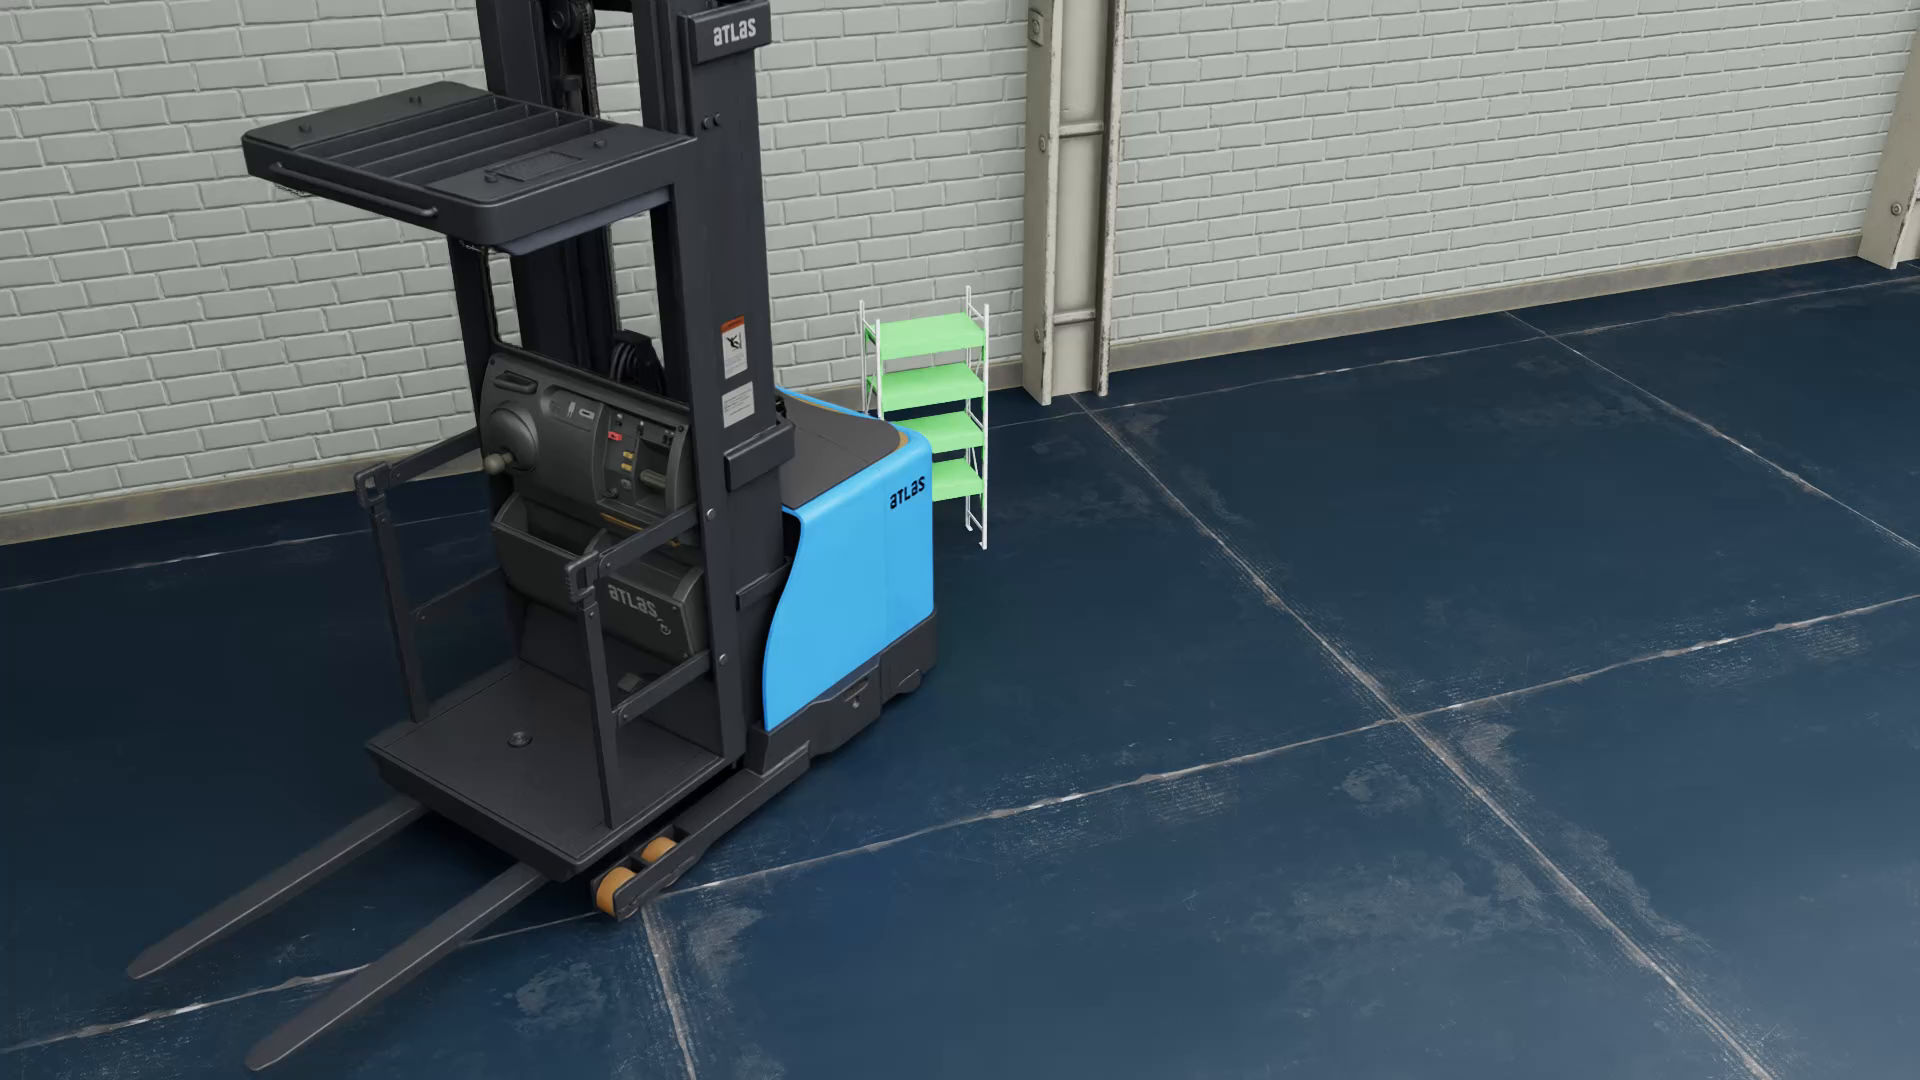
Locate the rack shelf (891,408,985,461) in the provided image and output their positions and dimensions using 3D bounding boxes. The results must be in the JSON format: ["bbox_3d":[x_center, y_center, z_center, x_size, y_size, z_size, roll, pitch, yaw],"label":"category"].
[{"bbox_3d":[-0.155,-0.437,7.434,0.480,0.148,0.258,-10,31,-18],"label":"rack shelf"}]

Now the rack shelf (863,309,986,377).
[{"bbox_3d":[-0.155,-0.854,7.197,0.480,0.148,0.258,-10,31,-18],"label":"rack shelf"}]

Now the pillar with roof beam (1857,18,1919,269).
[{"bbox_3d":[7.701,-3.785,5.302,0.400,9.000,9.100,-10,31,-18],"label":"pillar with roof beam"}]

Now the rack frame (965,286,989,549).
[{"bbox_3d":[0.074,-0.535,7.477,0.015,1.200,0.240,-10,31,-18],"label":"rack frame"}]

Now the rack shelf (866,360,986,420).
[{"bbox_3d":[-0.155,-0.646,7.316,0.480,0.148,0.258,-10,31,-18],"label":"rack shelf"}]

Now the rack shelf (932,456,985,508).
[{"bbox_3d":[-0.155,-0.229,7.553,0.480,0.148,0.258,-10,31,-18],"label":"rack shelf"}]

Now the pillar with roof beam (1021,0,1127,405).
[{"bbox_3d":[2.077,-2.749,3.484,0.400,9.000,9.100,-10,31,-18],"label":"pillar with roof beam"}]

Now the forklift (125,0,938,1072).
[{"bbox_3d":[-1.363,-0.287,5.293,1.130,2.935,3.031,20,35,31],"label":"forklift"}]

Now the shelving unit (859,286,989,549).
[{"bbox_3d":[-0.155,-0.493,7.403,0.503,1.200,0.258,-10,31,-18],"label":"shelving unit"}]

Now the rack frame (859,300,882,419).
[{"bbox_3d":[-0.384,-0.451,7.329,0.015,1.200,0.240,-10,31,-18],"label":"rack frame"}]
